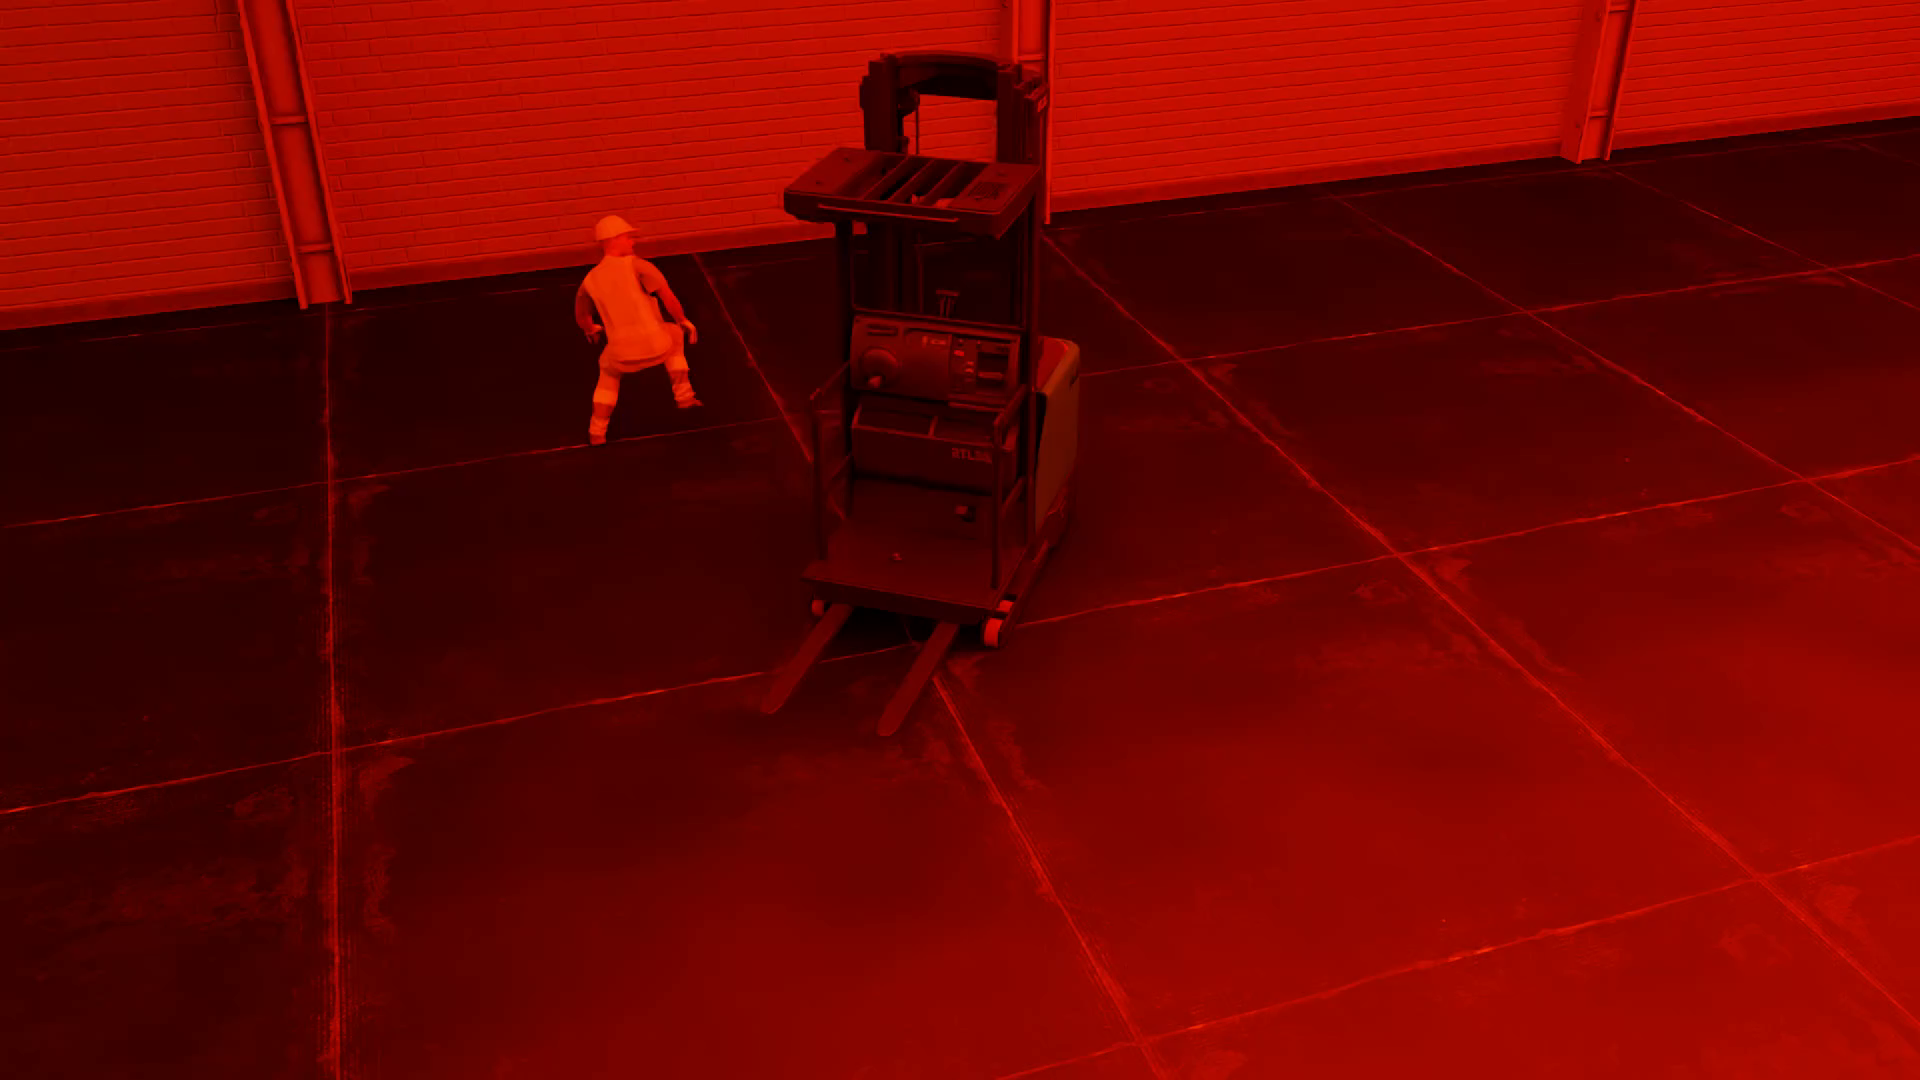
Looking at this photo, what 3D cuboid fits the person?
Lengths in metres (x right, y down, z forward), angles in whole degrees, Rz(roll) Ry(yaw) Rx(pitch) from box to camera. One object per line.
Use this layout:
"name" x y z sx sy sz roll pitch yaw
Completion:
"person" -2.120 -1.369 10.931 0.811 1.536 0.680 -1 30 -1

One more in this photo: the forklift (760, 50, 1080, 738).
"forklift" -0.200 -0.906 8.662 1.130 2.935 3.031 9 31 15
